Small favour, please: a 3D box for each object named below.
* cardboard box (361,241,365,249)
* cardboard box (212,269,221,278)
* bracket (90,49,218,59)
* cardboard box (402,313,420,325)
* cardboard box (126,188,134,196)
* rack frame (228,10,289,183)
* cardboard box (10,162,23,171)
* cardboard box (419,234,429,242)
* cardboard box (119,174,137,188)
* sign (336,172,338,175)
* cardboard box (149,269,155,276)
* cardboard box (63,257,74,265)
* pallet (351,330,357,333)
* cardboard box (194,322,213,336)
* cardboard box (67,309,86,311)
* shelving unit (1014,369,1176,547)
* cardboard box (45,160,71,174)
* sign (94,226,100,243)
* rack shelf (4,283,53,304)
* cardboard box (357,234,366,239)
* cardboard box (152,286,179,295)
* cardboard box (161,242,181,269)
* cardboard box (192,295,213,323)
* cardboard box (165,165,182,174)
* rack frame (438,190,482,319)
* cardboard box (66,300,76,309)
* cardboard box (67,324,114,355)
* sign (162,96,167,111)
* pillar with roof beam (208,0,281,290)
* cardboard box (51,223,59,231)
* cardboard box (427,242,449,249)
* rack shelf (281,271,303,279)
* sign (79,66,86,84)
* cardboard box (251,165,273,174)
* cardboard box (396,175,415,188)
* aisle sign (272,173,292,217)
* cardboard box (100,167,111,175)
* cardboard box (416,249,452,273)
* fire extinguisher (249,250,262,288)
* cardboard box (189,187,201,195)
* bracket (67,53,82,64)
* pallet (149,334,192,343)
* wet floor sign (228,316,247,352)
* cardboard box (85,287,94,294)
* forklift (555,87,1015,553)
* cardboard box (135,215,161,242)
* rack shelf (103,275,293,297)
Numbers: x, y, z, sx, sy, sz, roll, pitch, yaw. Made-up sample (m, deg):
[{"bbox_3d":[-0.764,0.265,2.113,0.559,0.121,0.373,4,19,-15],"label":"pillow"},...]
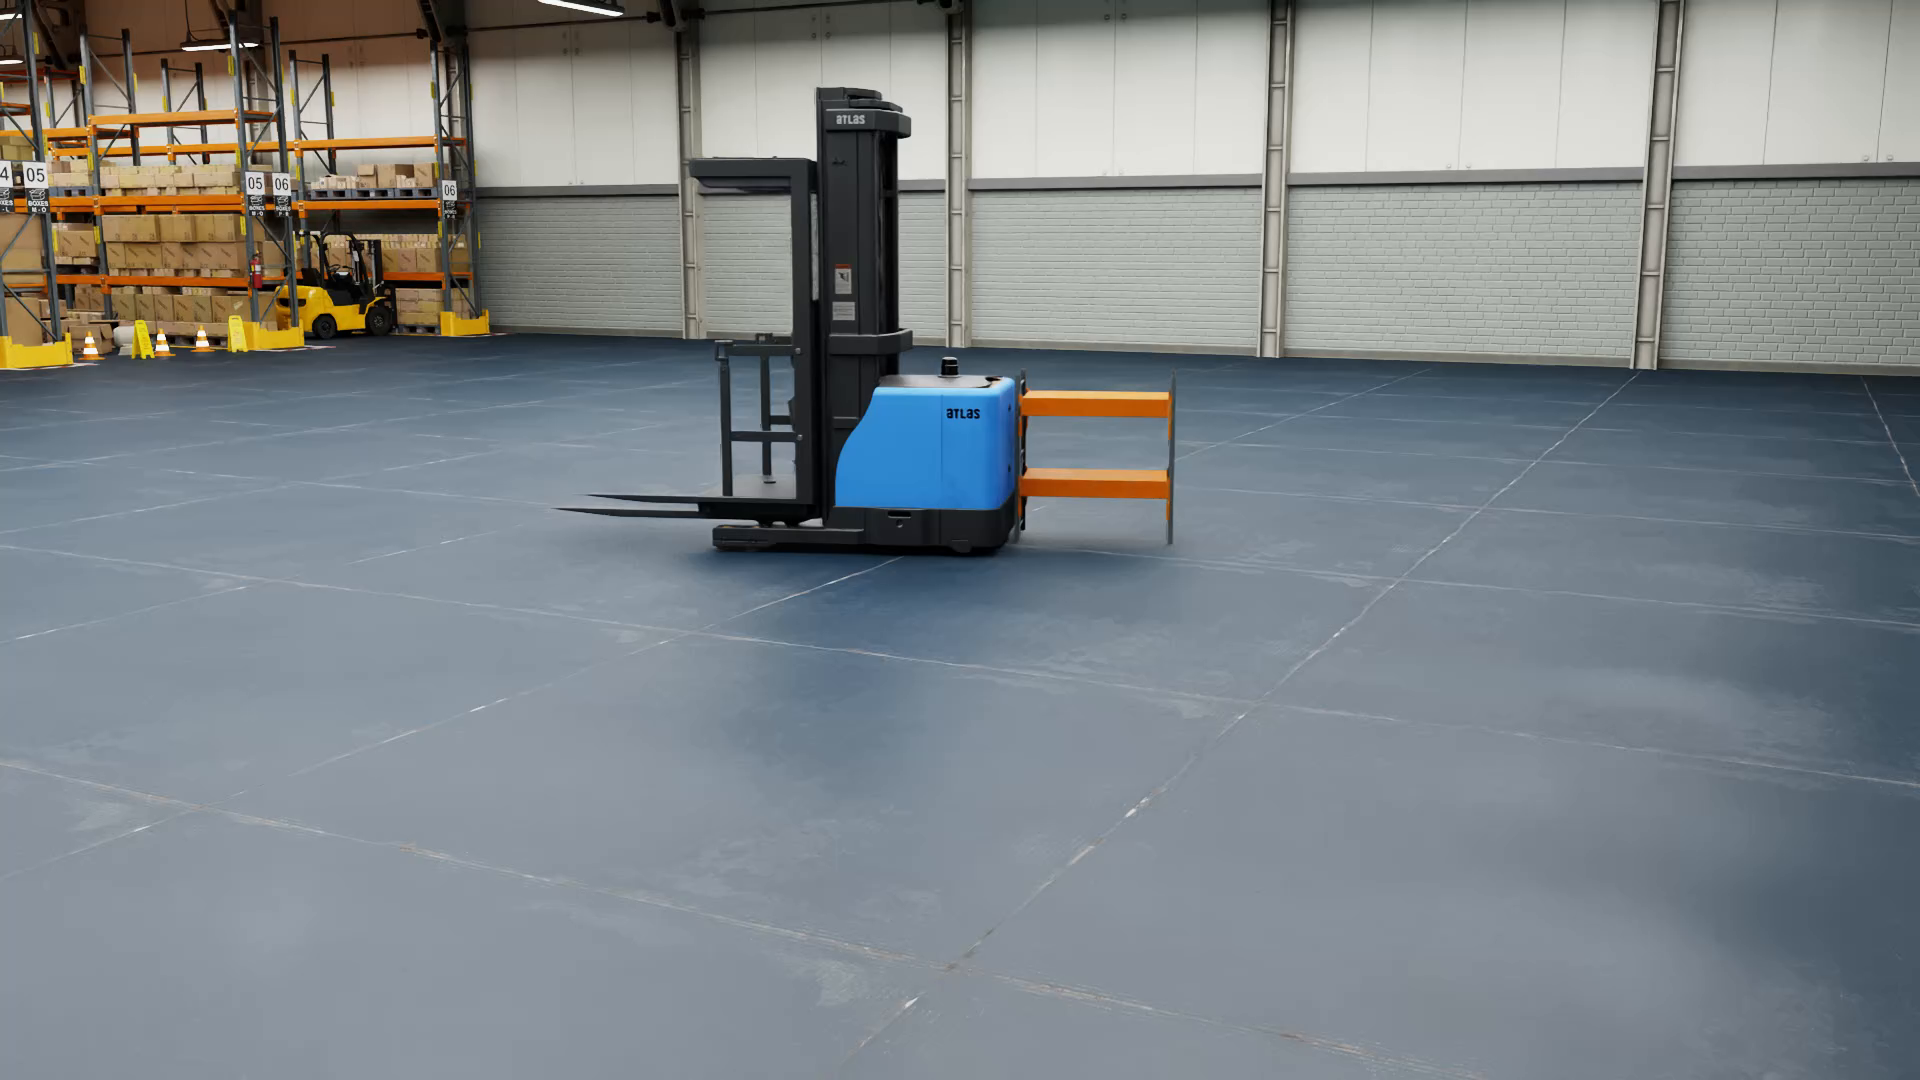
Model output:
[{"bbox_3d":[-12.842,-6.371,35.910,0.250,0.149,0.380,5,11,24],"label":"cardboard box"},{"bbox_3d":[-13.679,-4.965,30.946,0.250,0.149,0.380,5,11,25],"label":"cardboard box"},{"bbox_3d":[-19.006,-11.434,39.033,4.783,0.066,0.076,5,11,26],"label":"bracket"},{"bbox_3d":[-11.563,-4.741,35.546,0.500,0.250,0.500,5,11,26],"label":"cardboard box"},{"bbox_3d":[-15.687,-6.640,31.777,0.250,0.149,0.380,5,11,26],"label":"cardboard box"},{"bbox_3d":[-12.753,-8.019,30.272,0.127,3.000,1.000,5,11,26],"label":"rack frame"},{"bbox_3d":[-15.018,-5.955,26.535,0.250,0.149,0.380,5,11,26],"label":"cardboard box"},{"bbox_3d":[-11.209,-6.384,35.145,0.250,0.149,0.380,5,11,26],"label":"cardboard box"},{"bbox_3d":[-15.600,-6.814,31.618,0.500,0.250,0.500,5,11,25],"label":"cardboard box"},{"bbox_3d":[-13.903,-8.034,37.100,0.005,0.325,0.100,5,11,26],"label":"sign"},{"bbox_3d":[-15.239,-5.114,31.770,0.250,0.149,0.380,5,11,26],"label":"cardboard box"},{"bbox_3d":[-17.399,-5.500,32.724,0.250,0.149,0.380,5,11,25],"label":"cardboard box"},{"bbox_3d":[-13.452,-4.734,36.795,1.213,0.211,1.003,5,11,26],"label":"pallet"},{"bbox_3d":[-14.058,-3.984,31.361,0.500,0.250,0.500,5,11,26],"label":"cardboard box"},{"bbox_3d":[-18.082,-4.448,33.582,0.625,0.372,0.950,5,12,28],"label":"cardboard box"},{"bbox_3d":[0.914,-0.565,11.191,1.048,1.125,0.538,1,10,7],"label":"shelving unit"},{"bbox_3d":[-17.841,-7.340,32.777,0.500,0.250,0.500,5,12,27],"label":"cardboard box"},{"bbox_3d":[-16.582,-5.863,31.954,0.005,0.325,0.100,5,11,26],"label":"sign"},{"bbox_3d":[-16.646,-4.072,27.329,4.000,0.370,1.077,5,11,26],"label":"rack shelf"},{"bbox_3d":[-12.802,-6.529,35.945,0.250,0.149,0.380,5,11,26],"label":"cardboard box"},{"bbox_3d":[-15.140,-4.754,31.692,0.250,0.149,0.380,6,12,29],"label":"cardboard box"},{"bbox_3d":[-14.702,-5.385,31.445,0.500,0.500,0.500,5,11,26],"label":"cardboard box"},{"bbox_3d":[-14.056,-4.352,31.290,0.500,0.500,0.500,6,12,28],"label":"cardboard box"},{"bbox_3d":[-14.577,-6.907,31.015,0.250,0.149,0.380,5,12,27],"label":"cardboard box"},{"bbox_3d":[-10.560,-5.860,35.188,0.127,3.000,1.000,5,11,26],"label":"rack frame"},{"bbox_3d":[-21.809,-5.779,41.111,0.500,0.311,0.500,5,12,28],"label":"cardboard box"},{"bbox_3d":[-15.448,-3.573,29.559,0.637,0.503,0.797,-2,11,-14],"label":"cardboard box"},{"bbox_3d":[-17.965,-9.854,37.564,0.005,0.325,0.100,5,11,26],"label":"sign"},{"bbox_3d":[-18.071,-8.797,34.566,0.548,9.000,9.100,5,11,26],"label":"pillar with roof beam"},{"bbox_3d":[-17.734,-6.174,32.806,0.250,0.149,0.380,4,11,23],"label":"cardboard box"},{"bbox_3d":[-10.995,-6.211,35.025,0.250,0.149,0.380,5,11,27],"label":"cardboard box"},{"bbox_3d":[-15.940,-5.979,37.865,4.000,0.370,1.077,5,11,26],"label":"rack shelf"},{"bbox_3d":[-16.580,-8.783,31.424,0.005,0.325,0.100,5,11,26],"label":"sign"},{"bbox_3d":[-12.981,-6.873,30.825,0.250,0.149,0.380,5,11,25],"label":"cardboard box"},{"bbox_3d":[-11.665,-7.563,35.090,0.258,0.266,0.396,5,11,26],"label":"cardboard box"},{"bbox_3d":[-12.560,-6.391,30.821,0.004,0.787,0.394,5,11,26],"label":"aisle sign"},{"bbox_3d":[-16.202,-7.050,31.807,0.250,0.149,0.380,5,11,25],"label":"cardboard box"},{"bbox_3d":[-11.117,-5.906,35.162,0.500,0.500,0.500,5,11,25],"label":"cardboard box"},{"bbox_3d":[-12.854,-4.947,30.357,0.183,0.674,0.296,5,11,26],"label":"fire extinguisher"},{"bbox_3d":[-14.099,-6.487,30.931,0.250,0.149,0.380,5,11,25],"label":"cardboard box"},{"bbox_3d":[-21.332,-11.639,40.163,0.430,0.232,0.235,5,11,26],"label":"bracket"},{"bbox_3d":[-15.722,-3.963,32.535,1.213,0.211,1.003,5,11,26],"label":"pallet"},{"bbox_3d":[-13.056,-3.723,29.989,0.267,0.644,0.232,-10,14,-43],"label":"wet floor sign"},{"bbox_3d":[-20.835,-6.022,40.097,0.250,0.149,0.380,5,11,24],"label":"cardboard box"},{"bbox_3d":[-1.172,-1.455,11.040,3.031,2.935,1.130,1,10,8],"label":"forklift"},{"bbox_3d":[-15.154,-5.913,31.556,0.500,0.500,0.700,5,11,25],"label":"cardboard box"},{"bbox_3d":[-14.546,-4.871,31.741,4.000,0.370,1.077,5,11,26],"label":"rack shelf"}]
